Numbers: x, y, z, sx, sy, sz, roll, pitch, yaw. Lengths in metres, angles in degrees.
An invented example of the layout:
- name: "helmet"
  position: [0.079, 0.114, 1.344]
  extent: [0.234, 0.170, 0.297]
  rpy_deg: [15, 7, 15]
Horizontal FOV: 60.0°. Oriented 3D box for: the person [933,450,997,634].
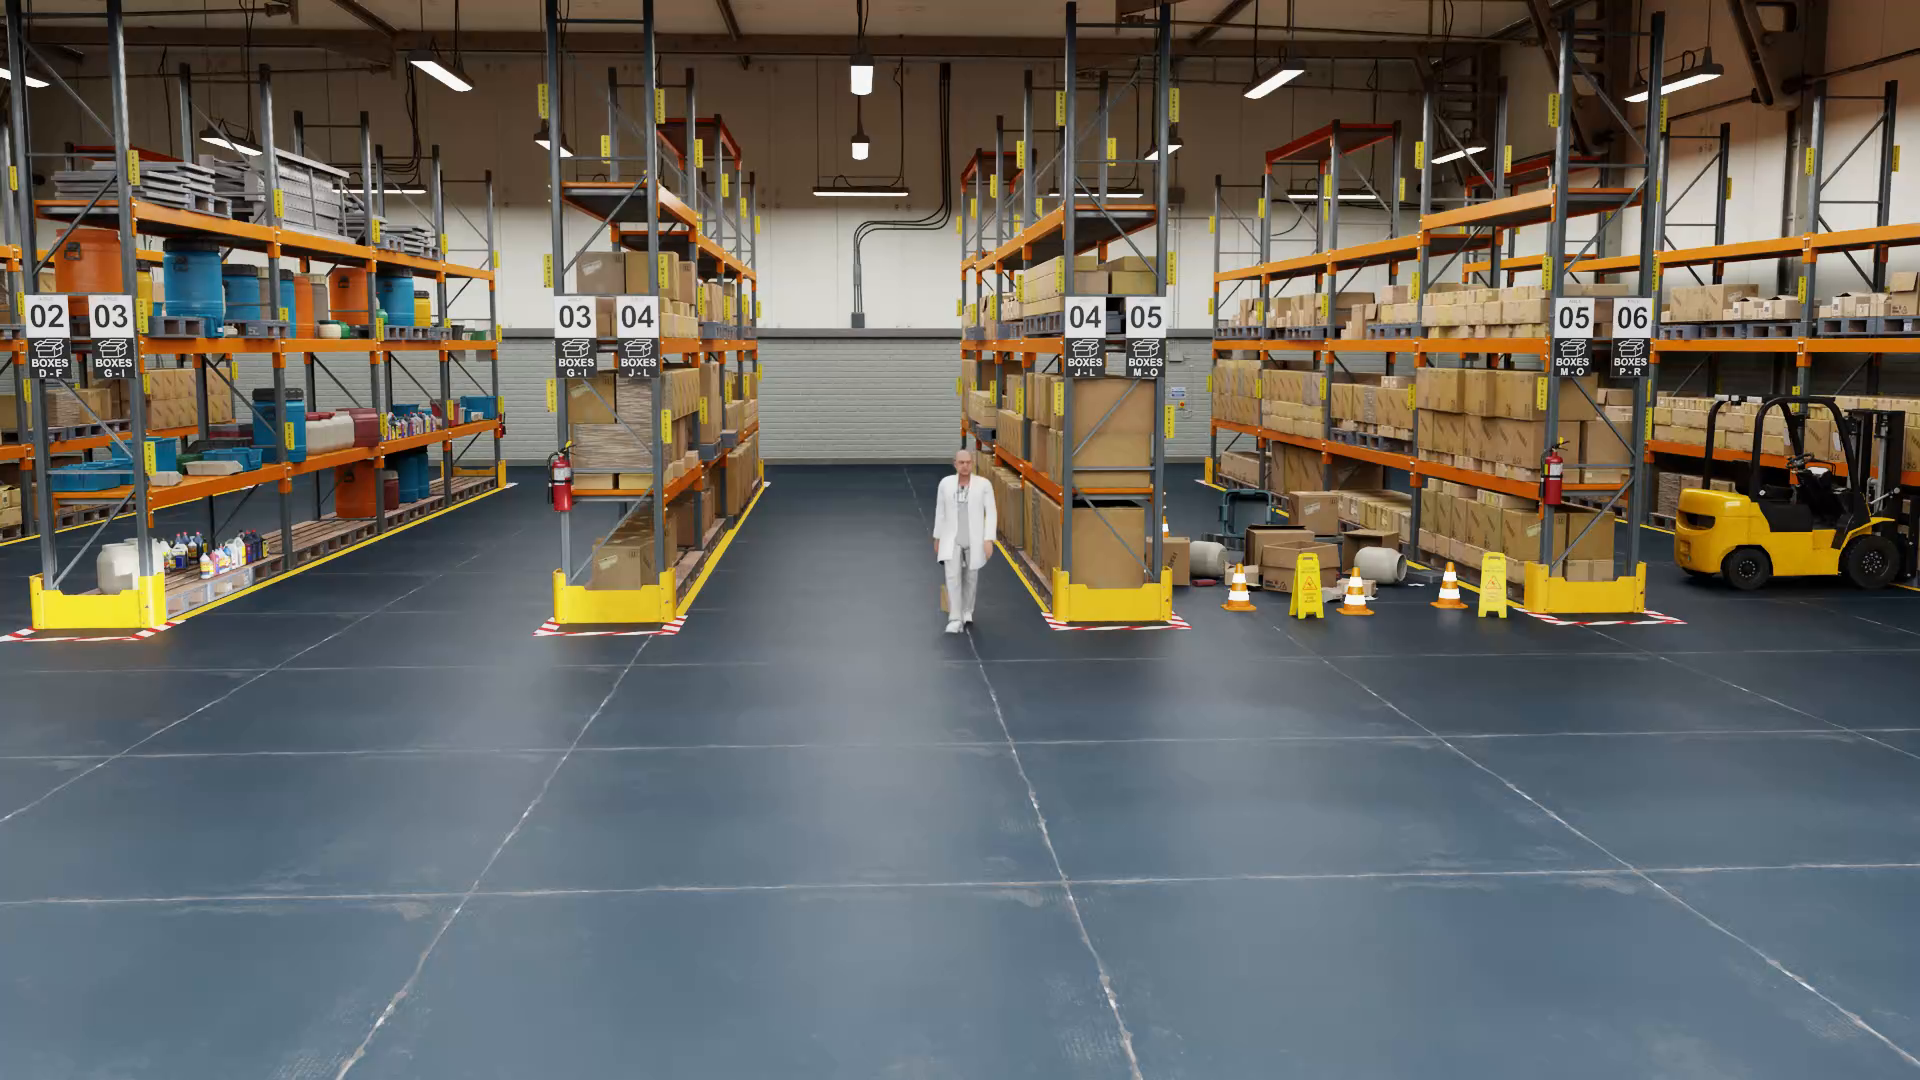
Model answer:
- name: "person"
  position: [0.048, -0.003, 15.800]
  extent: [0.610, 1.710, 1.127]
  rpy_deg: [0, 7, -1]
